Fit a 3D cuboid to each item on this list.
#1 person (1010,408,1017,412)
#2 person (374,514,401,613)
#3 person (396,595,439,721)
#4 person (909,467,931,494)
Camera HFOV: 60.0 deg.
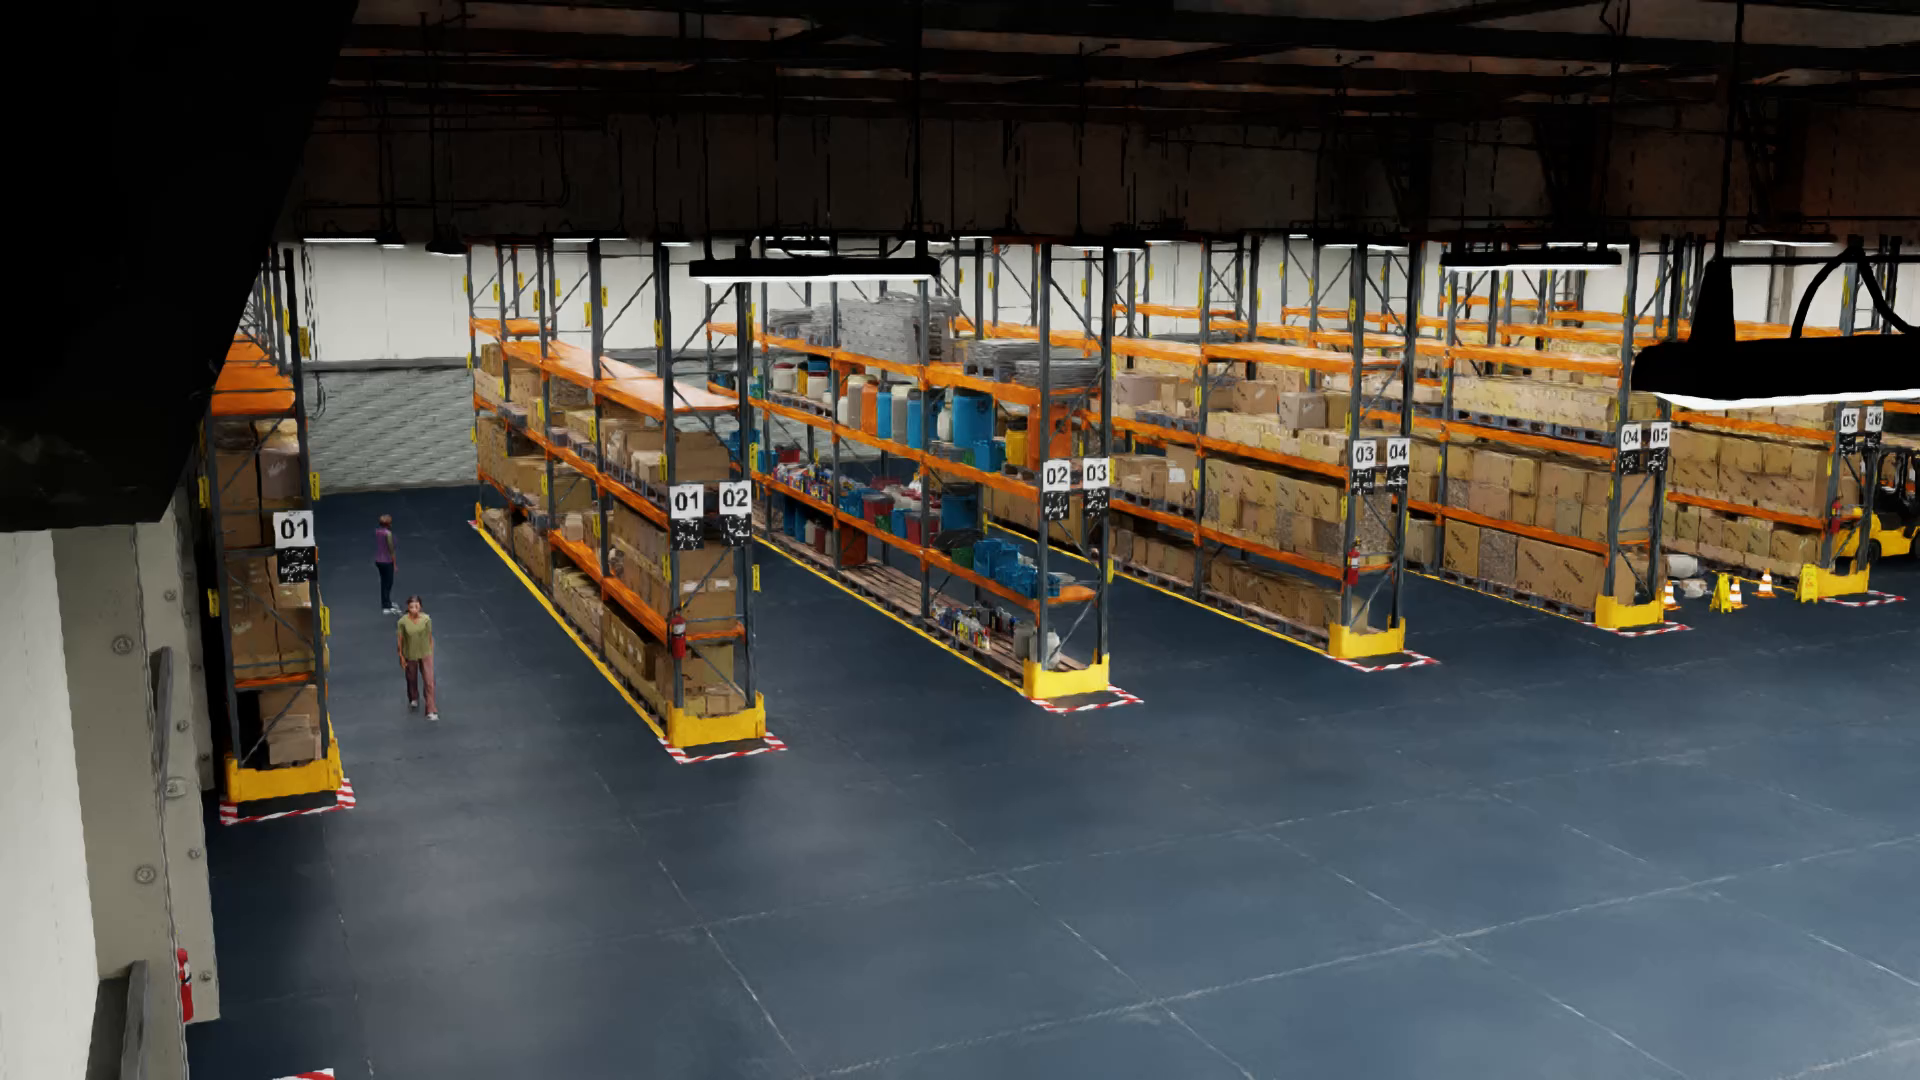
[{"bbox_3d":[1.403,-2.423,41.166,0.566,1.716,0.614,7,13,33],"label":"person"},{"bbox_3d":[-9.266,0.368,26.958,0.506,1.602,0.420,10,15,41],"label":"person"},{"bbox_3d":[-6.960,1.473,21.273,0.448,1.590,1.109,-4,12,-21],"label":"person"},{"bbox_3d":[-0.772,-0.644,32.170,0.495,1.589,1.086,-4,12,-21],"label":"person"}]
